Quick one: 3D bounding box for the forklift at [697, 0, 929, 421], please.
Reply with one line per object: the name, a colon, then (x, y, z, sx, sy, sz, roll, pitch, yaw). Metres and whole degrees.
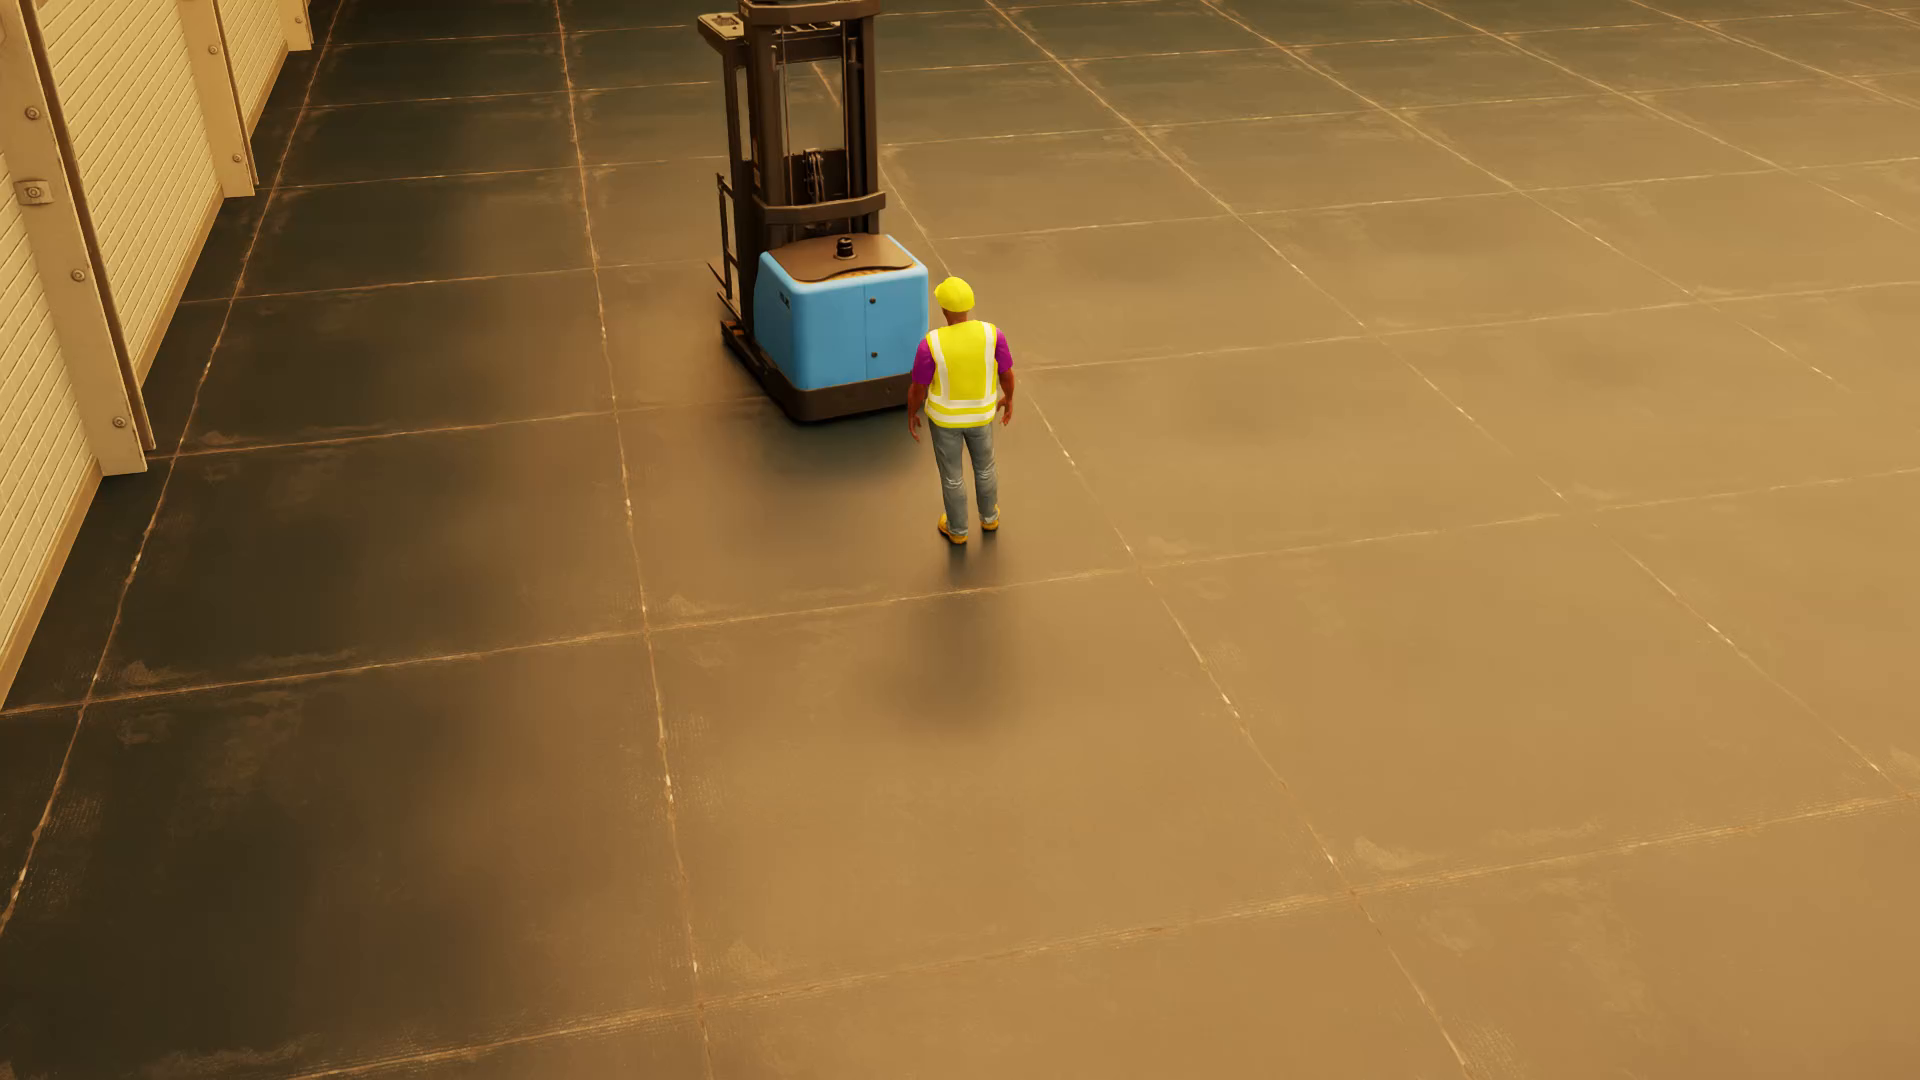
forklift: (-1.251, -2.832, 12.466, 1.130, 2.935, 3.031, -12, 32, -20)

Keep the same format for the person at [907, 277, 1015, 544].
person: (-0.011, -0.805, 10.114, 0.665, 1.768, 0.575, -7, 31, -12)
